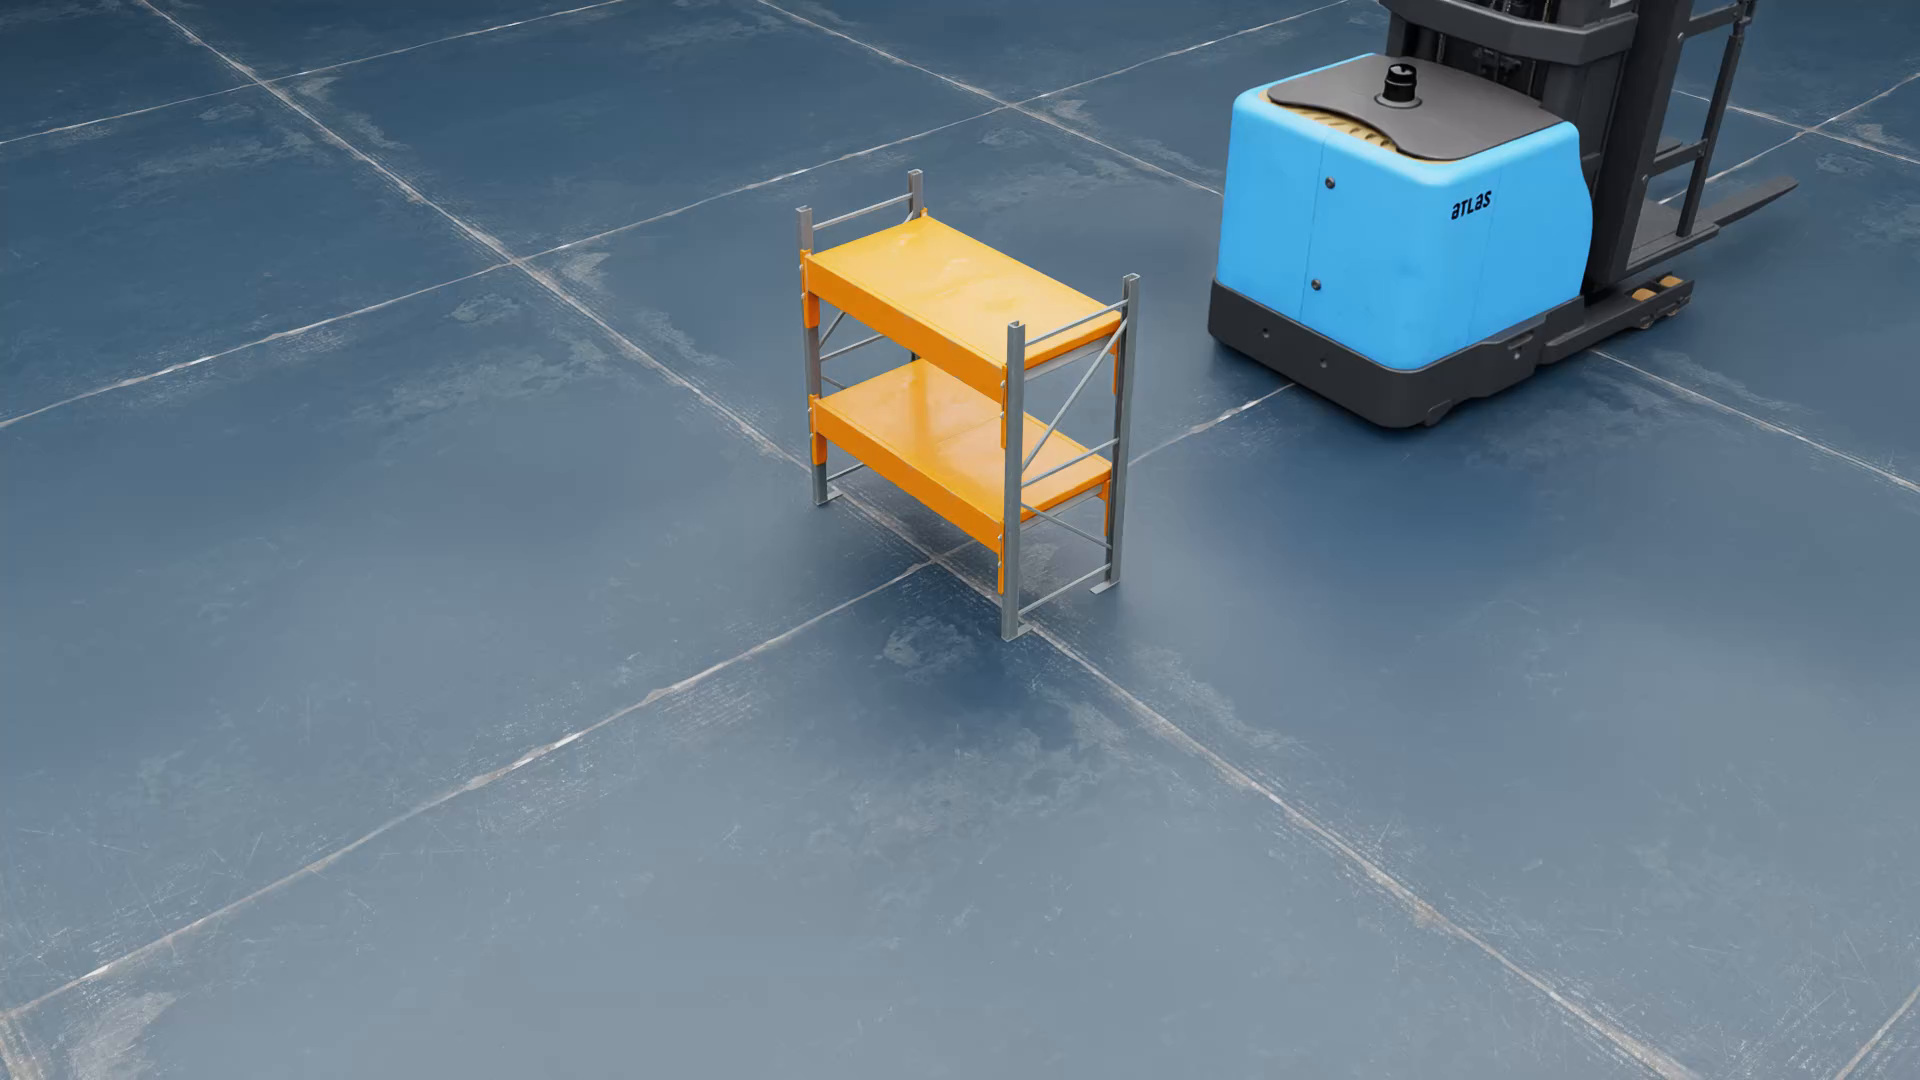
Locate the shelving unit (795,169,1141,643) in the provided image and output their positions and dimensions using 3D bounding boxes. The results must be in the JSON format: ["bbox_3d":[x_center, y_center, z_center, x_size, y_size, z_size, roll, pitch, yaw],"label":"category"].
[{"bbox_3d":[0.004,-0.456,5.421,0.538,1.125,1.048,-26,43,-32],"label":"shelving unit"}]

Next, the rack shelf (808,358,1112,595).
[{"bbox_3d":[0.004,-0.257,5.562,0.538,0.278,1.000,-26,43,-32],"label":"rack shelf"}]

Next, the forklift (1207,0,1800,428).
[{"bbox_3d":[2.497,-2.303,6.466,3.031,2.935,1.130,-24,42,-30],"label":"forklift"}]

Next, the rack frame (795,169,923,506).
[{"bbox_3d":[-0.324,-0.680,5.738,0.500,1.125,0.032,-26,43,-32],"label":"rack frame"}]

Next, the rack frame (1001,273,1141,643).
[{"bbox_3d":[0.332,-0.232,5.104,0.500,1.125,0.032,-26,43,-32],"label":"rack frame"}]

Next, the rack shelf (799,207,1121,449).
[{"bbox_3d":[0.004,-0.695,5.252,0.538,0.278,1.000,-26,43,-32],"label":"rack shelf"}]
